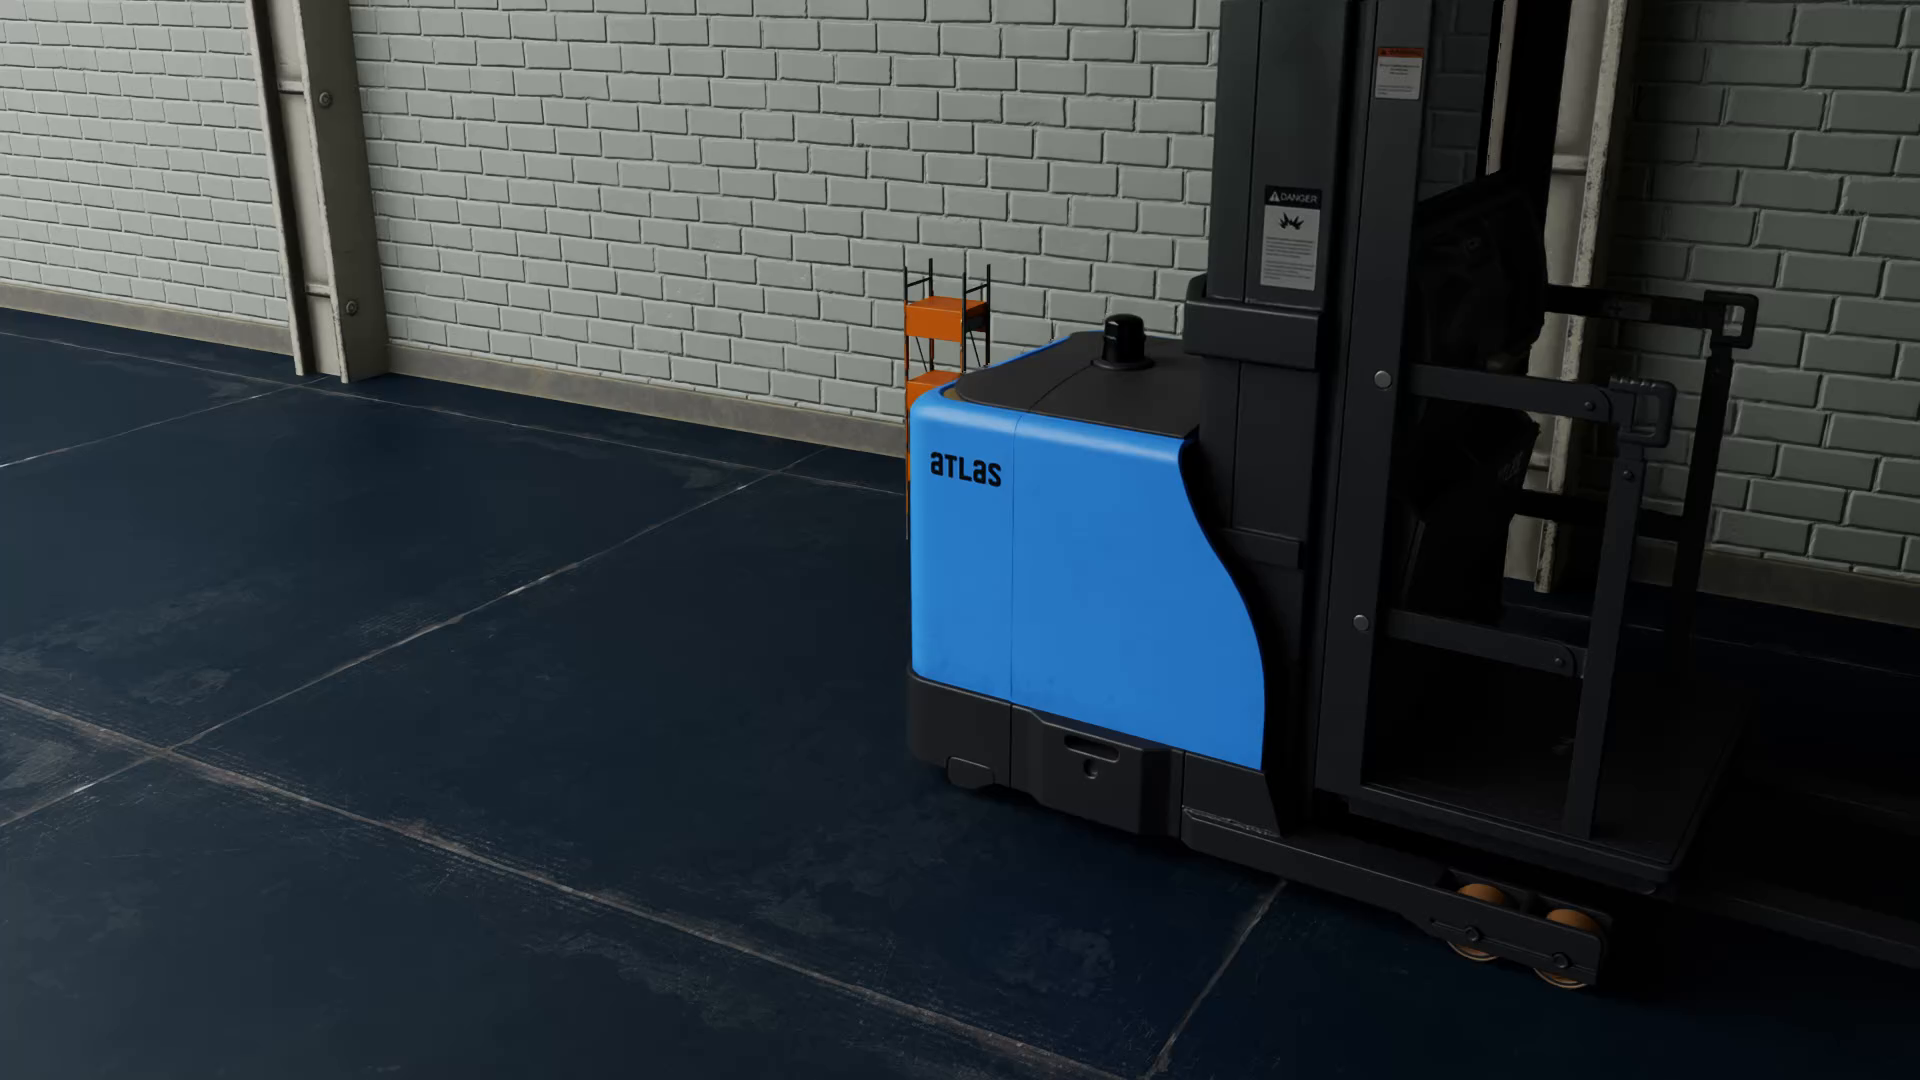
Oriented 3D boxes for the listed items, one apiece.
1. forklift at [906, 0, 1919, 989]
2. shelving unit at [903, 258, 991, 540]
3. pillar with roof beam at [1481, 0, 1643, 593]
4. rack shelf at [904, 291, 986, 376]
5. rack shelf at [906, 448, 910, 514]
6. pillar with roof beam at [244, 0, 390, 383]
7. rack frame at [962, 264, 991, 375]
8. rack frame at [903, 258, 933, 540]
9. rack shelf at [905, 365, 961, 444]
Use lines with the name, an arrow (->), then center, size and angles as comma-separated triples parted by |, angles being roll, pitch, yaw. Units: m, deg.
forklift -> 1.371, -0.600, 3.722 | 3.031, 2.935, 1.130 | 12, 23, 31
shelving unit -> -0.047, -0.502, 6.211 | 0.252, 1.050, 0.215 | 11, 23, 27
pillar with roof beam -> -0.121, -2.839, 0.994 | 0.400, 9.000, 9.100 | 11, 23, 27
rack shelf -> -0.047, -0.759, 6.117 | 0.240, 0.259, 0.215 | 11, 23, 27
rack shelf -> -0.047, -0.231, 6.309 | 0.240, 0.259, 0.215 | 11, 23, 27
pillar with roof beam -> -5.359, -3.836, 3.745 | 0.400, 9.000, 9.100 | 11, 23, 27
rack frame -> 0.060, -0.482, 6.155 | 0.008, 1.050, 0.200 | 11, 23, 27
rack frame -> -0.153, -0.523, 6.266 | 0.008, 1.050, 0.200 | 11, 23, 27
rack shelf -> -0.047, -0.492, 6.214 | 0.240, 0.259, 0.215 | 11, 23, 27
